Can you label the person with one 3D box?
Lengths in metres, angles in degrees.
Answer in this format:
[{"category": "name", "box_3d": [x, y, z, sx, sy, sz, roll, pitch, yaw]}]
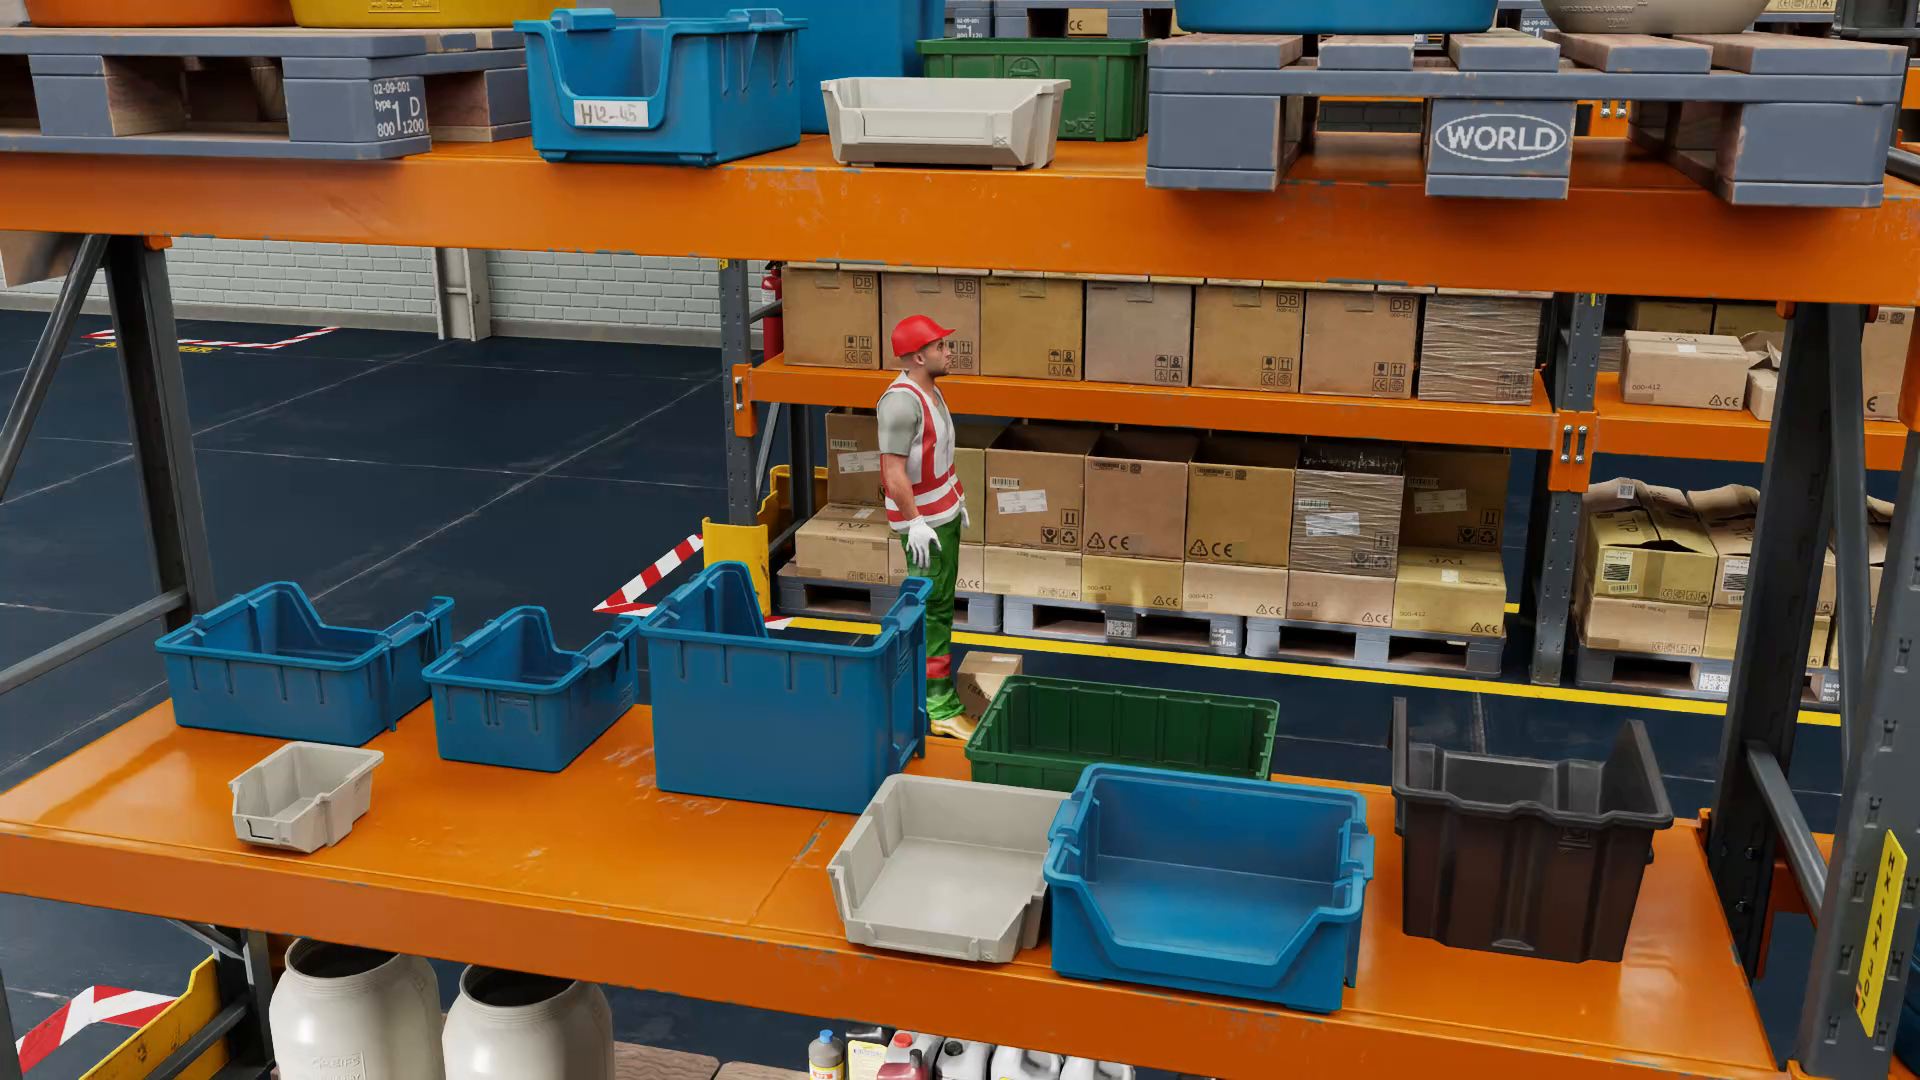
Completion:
[{"category": "person", "box_3d": [-0.061, -0.076, 7.220, 0.564, 1.787, 0.638, 4, 19, 13]}]
